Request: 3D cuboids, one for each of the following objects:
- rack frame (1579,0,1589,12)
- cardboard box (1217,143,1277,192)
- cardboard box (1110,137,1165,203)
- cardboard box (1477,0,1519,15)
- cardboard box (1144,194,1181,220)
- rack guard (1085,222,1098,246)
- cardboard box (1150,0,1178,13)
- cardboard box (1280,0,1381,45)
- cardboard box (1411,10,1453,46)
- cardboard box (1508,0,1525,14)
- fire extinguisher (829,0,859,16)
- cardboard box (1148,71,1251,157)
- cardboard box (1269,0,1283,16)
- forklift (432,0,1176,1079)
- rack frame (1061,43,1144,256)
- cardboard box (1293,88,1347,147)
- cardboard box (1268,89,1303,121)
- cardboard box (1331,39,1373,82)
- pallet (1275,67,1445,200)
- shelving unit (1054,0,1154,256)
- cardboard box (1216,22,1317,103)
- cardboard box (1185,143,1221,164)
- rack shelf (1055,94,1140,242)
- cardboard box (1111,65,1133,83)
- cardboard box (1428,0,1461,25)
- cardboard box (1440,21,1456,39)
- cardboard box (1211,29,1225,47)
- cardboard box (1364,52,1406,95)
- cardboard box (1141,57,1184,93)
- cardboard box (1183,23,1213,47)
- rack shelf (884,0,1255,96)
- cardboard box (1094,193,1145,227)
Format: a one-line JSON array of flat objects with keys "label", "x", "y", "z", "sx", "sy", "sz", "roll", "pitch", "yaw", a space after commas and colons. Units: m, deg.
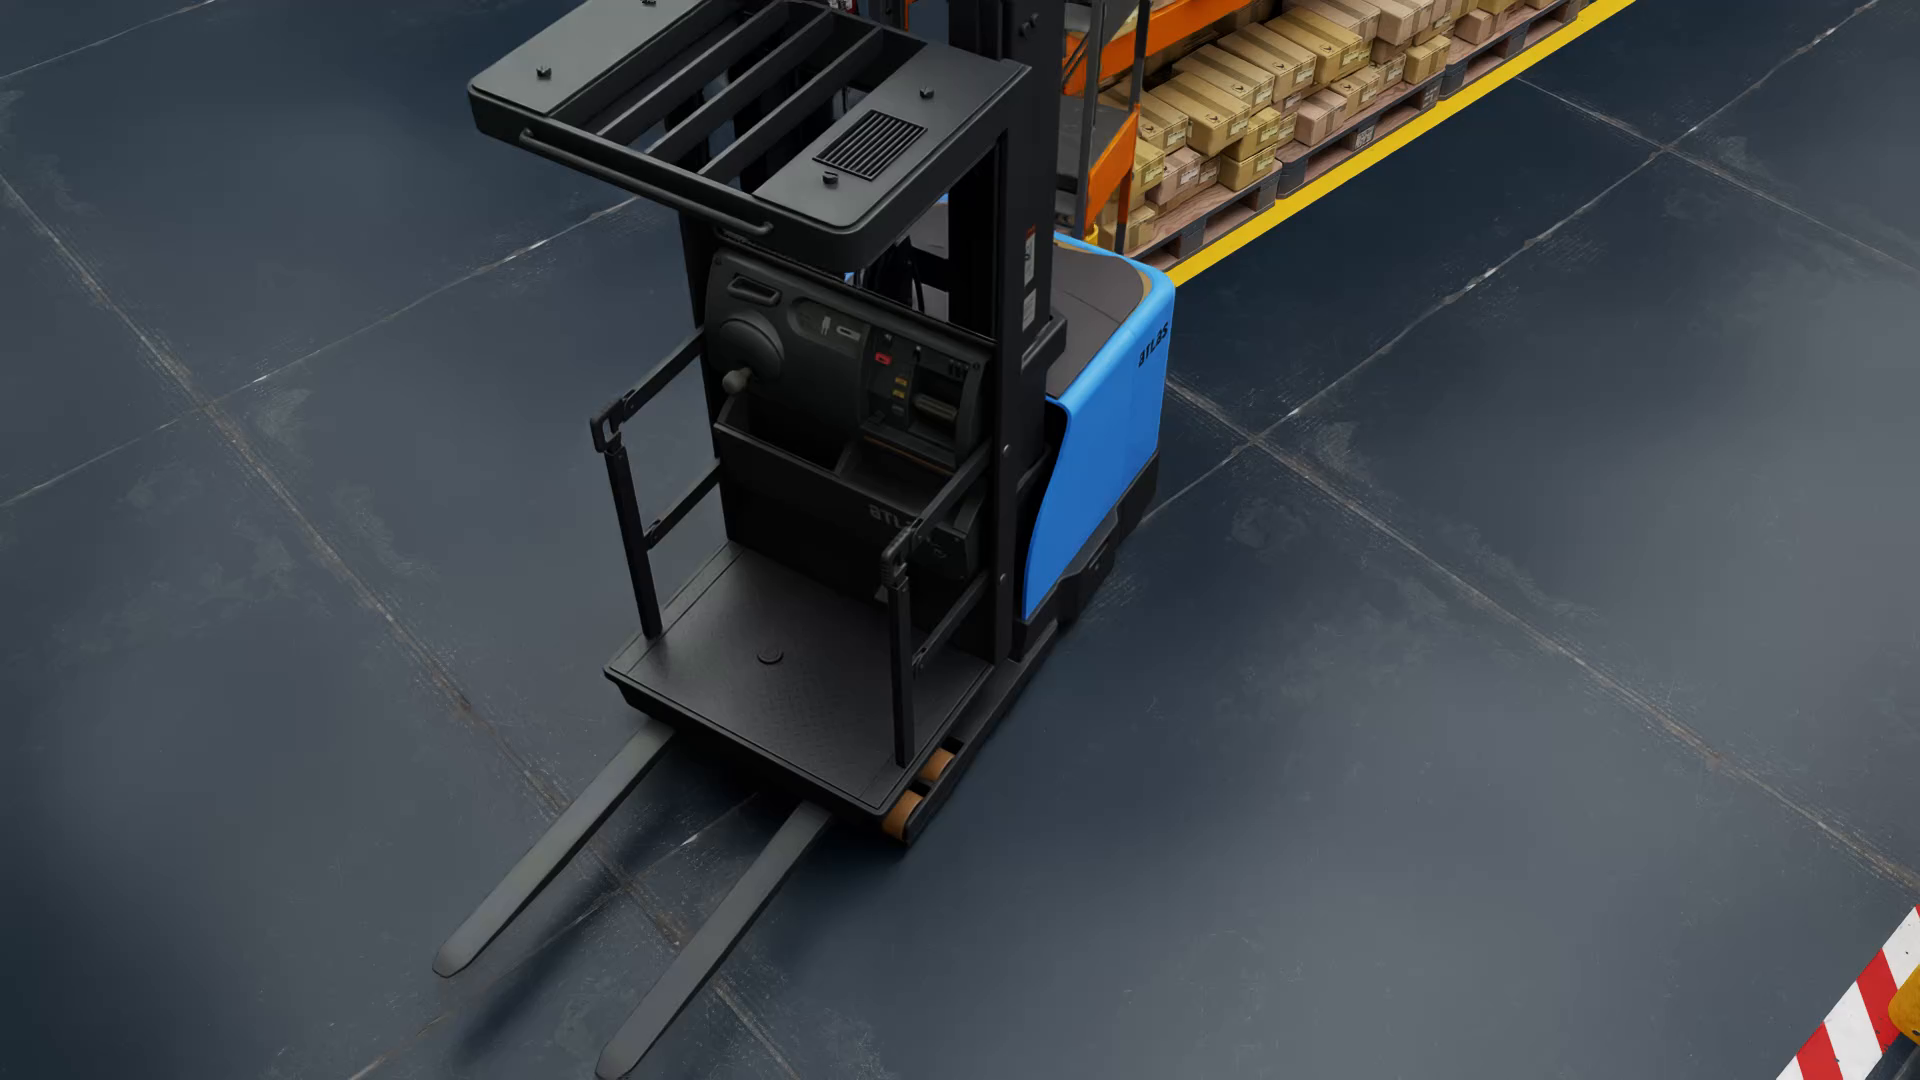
[{"label": "rack frame", "x": 2.969, "y": -4.105, "z": 7.997, "sx": 0.127, "sy": 3.000, "sz": 1.000, "roll": -34, "pitch": 56, "yaw": -27}, {"label": "cardboard box", "x": 1.193, "y": -1.756, "z": 7.483, "sx": 0.250, "sy": 0.149, "sz": 0.380, "roll": -33, "pitch": 55, "yaw": -27}, {"label": "cardboard box", "x": 0.626, "y": -1.579, "z": 6.916, "sx": 0.250, "sy": 0.149, "sz": 0.380, "roll": -36, "pitch": 57, "yaw": -29}, {"label": "cardboard box", "x": 2.572, "y": -2.771, "z": 8.217, "sx": 0.250, "sy": 0.149, "sz": 0.380, "roll": -36, "pitch": 57, "yaw": -28}, {"label": "cardboard box", "x": 0.751, "y": -1.562, "z": 7.305, "sx": 0.250, "sy": 0.149, "sz": 0.380, "roll": -34, "pitch": 56, "yaw": -27}, {"label": "rack guard", "x": 0.066, "y": -1.318, "z": 7.126, "sx": 0.348, "sy": 0.500, "sz": 1.175, "roll": -34, "pitch": 56, "yaw": -27}, {"label": "cardboard box", "x": 0.630, "y": -2.173, "z": 6.385, "sx": 0.250, "sy": 0.149, "sz": 0.380, "roll": -32, "pitch": 55, "yaw": -26}, {"label": "cardboard box", "x": 1.708, "y": -2.417, "z": 7.689, "sx": 0.250, "sy": 0.149, "sz": 0.380, "roll": -34, "pitch": 56, "yaw": -27}, {"label": "cardboard box", "x": 2.145, "y": -2.563, "z": 8.026, "sx": 0.250, "sy": 0.149, "sz": 0.380, "roll": -32, "pitch": 55, "yaw": -26}, {"label": "cardboard box", "x": 2.660, "y": -2.819, "z": 8.464, "sx": 0.250, "sy": 0.149, "sz": 0.380, "roll": -32, "pitch": 55, "yaw": -26}, {"label": "fire extinguisher", "x": -0.487, "y": -2.101, "z": 6.454, "sx": 0.183, "sy": 0.674, "sz": 0.296, "roll": -34, "pitch": 56, "yaw": -27}, {"label": "cardboard box", "x": 1.022, "y": -1.836, "z": 7.152, "sx": 0.250, "sy": 0.149, "sz": 0.380, "roll": -34, "pitch": 56, "yaw": -27}, {"label": "cardboard box", "x": 1.402, "y": -2.666, "z": 7.918, "sx": 0.250, "sy": 0.149, "sz": 0.380, "roll": -33, "pitch": 56, "yaw": -27}, {"label": "forklift", "x": -0.453, "y": -0.425, "z": 4.647, "sx": 1.130, "sy": 2.935, "sz": 3.031, "roll": 24, "pitch": 52, "yaw": 21}, {"label": "rack frame", "x": 0.453, "y": -1.454, "z": 6.159, "sx": 0.400, "sy": 2.100, "sz": 0.015, "roll": 19, "pitch": 49, "yaw": 16}, {"label": "cardboard box", "x": 1.561, "y": -2.009, "z": 7.717, "sx": 0.380, "sy": 0.149, "sz": 0.250, "roll": 36, "pitch": 57, "yaw": 29}, {"label": "cardboard box", "x": 1.327, "y": -2.048, "z": 7.550, "sx": 0.380, "sy": 0.149, "sz": 0.250, "roll": 36, "pitch": 57, "yaw": 29}, {"label": "cardboard box", "x": 1.707, "y": -2.333, "z": 7.813, "sx": 0.250, "sy": 0.149, "sz": 0.380, "roll": -31, "pitch": 55, "yaw": -26}, {"label": "pallet", "x": 1.593, "y": -2.202, "z": 8.138, "sx": 1.213, "sy": 0.211, "sz": 1.003, "roll": -34, "pitch": 56, "yaw": -27}, {"label": "shelving unit", "x": 0.351, "y": -1.294, "z": 6.005, "sx": 0.431, "sy": 2.100, "sz": 0.503, "roll": 19, "pitch": 49, "yaw": 16}, {"label": "cardboard box", "x": 1.361, "y": -2.136, "z": 7.429, "sx": 0.250, "sy": 0.149, "sz": 0.380, "roll": -32, "pitch": 55, "yaw": -26}, {"label": "cardboard box", "x": 0.932, "y": -1.797, "z": 7.319, "sx": 0.250, "sy": 0.149, "sz": 0.380, "roll": -33, "pitch": 55, "yaw": -27}, {"label": "rack shelf", "x": 0.350, "y": -1.285, "z": 6.015, "sx": 0.431, "sy": 0.518, "sz": 0.480, "roll": 19, "pitch": 49, "yaw": 16}, {"label": "cardboard box", "x": 0.562, "y": -2.195, "z": 7.483, "sx": 0.250, "sy": 0.149, "sz": 0.380, "roll": -35, "pitch": 56, "yaw": -28}, {"label": "cardboard box", "x": 2.157, "y": -2.620, "z": 7.876, "sx": 0.380, "sy": 0.149, "sz": 0.250, "roll": 36, "pitch": 57, "yaw": 29}, {"label": "cardboard box", "x": 2.231, "y": -2.589, "z": 8.252, "sx": 0.250, "sy": 0.149, "sz": 0.380, "roll": -35, "pitch": 56, "yaw": -28}, {"label": "cardboard box", "x": 1.168, "y": -2.458, "z": 7.929, "sx": 0.250, "sy": 0.149, "sz": 0.380, "roll": -31, "pitch": 55, "yaw": -25}, {"label": "cardboard box", "x": 1.904, "y": -2.298, "z": 7.983, "sx": 0.250, "sy": 0.149, "sz": 0.380, "roll": -33, "pitch": 55, "yaw": -27}, {"label": "cardboard box", "x": 0.860, "y": -2.155, "z": 7.649, "sx": 0.250, "sy": 0.149, "sz": 0.380, "roll": -34, "pitch": 56, "yaw": -28}, {"label": "cardboard box", "x": 0.957, "y": -2.451, "z": 7.720, "sx": 0.250, "sy": 0.149, "sz": 0.380, "roll": -32, "pitch": 55, "yaw": -26}, {"label": "rack shelf", "x": 1.489, "y": -2.873, "z": 7.349, "sx": 4.000, "sy": 0.370, "sz": 1.077, "roll": -34, "pitch": 56, "yaw": -27}, {"label": "cardboard box", "x": 0.570, "y": -1.524, "z": 7.067, "sx": 0.250, "sy": 0.149, "sz": 0.380, "roll": -32, "pitch": 55, "yaw": -26}]
